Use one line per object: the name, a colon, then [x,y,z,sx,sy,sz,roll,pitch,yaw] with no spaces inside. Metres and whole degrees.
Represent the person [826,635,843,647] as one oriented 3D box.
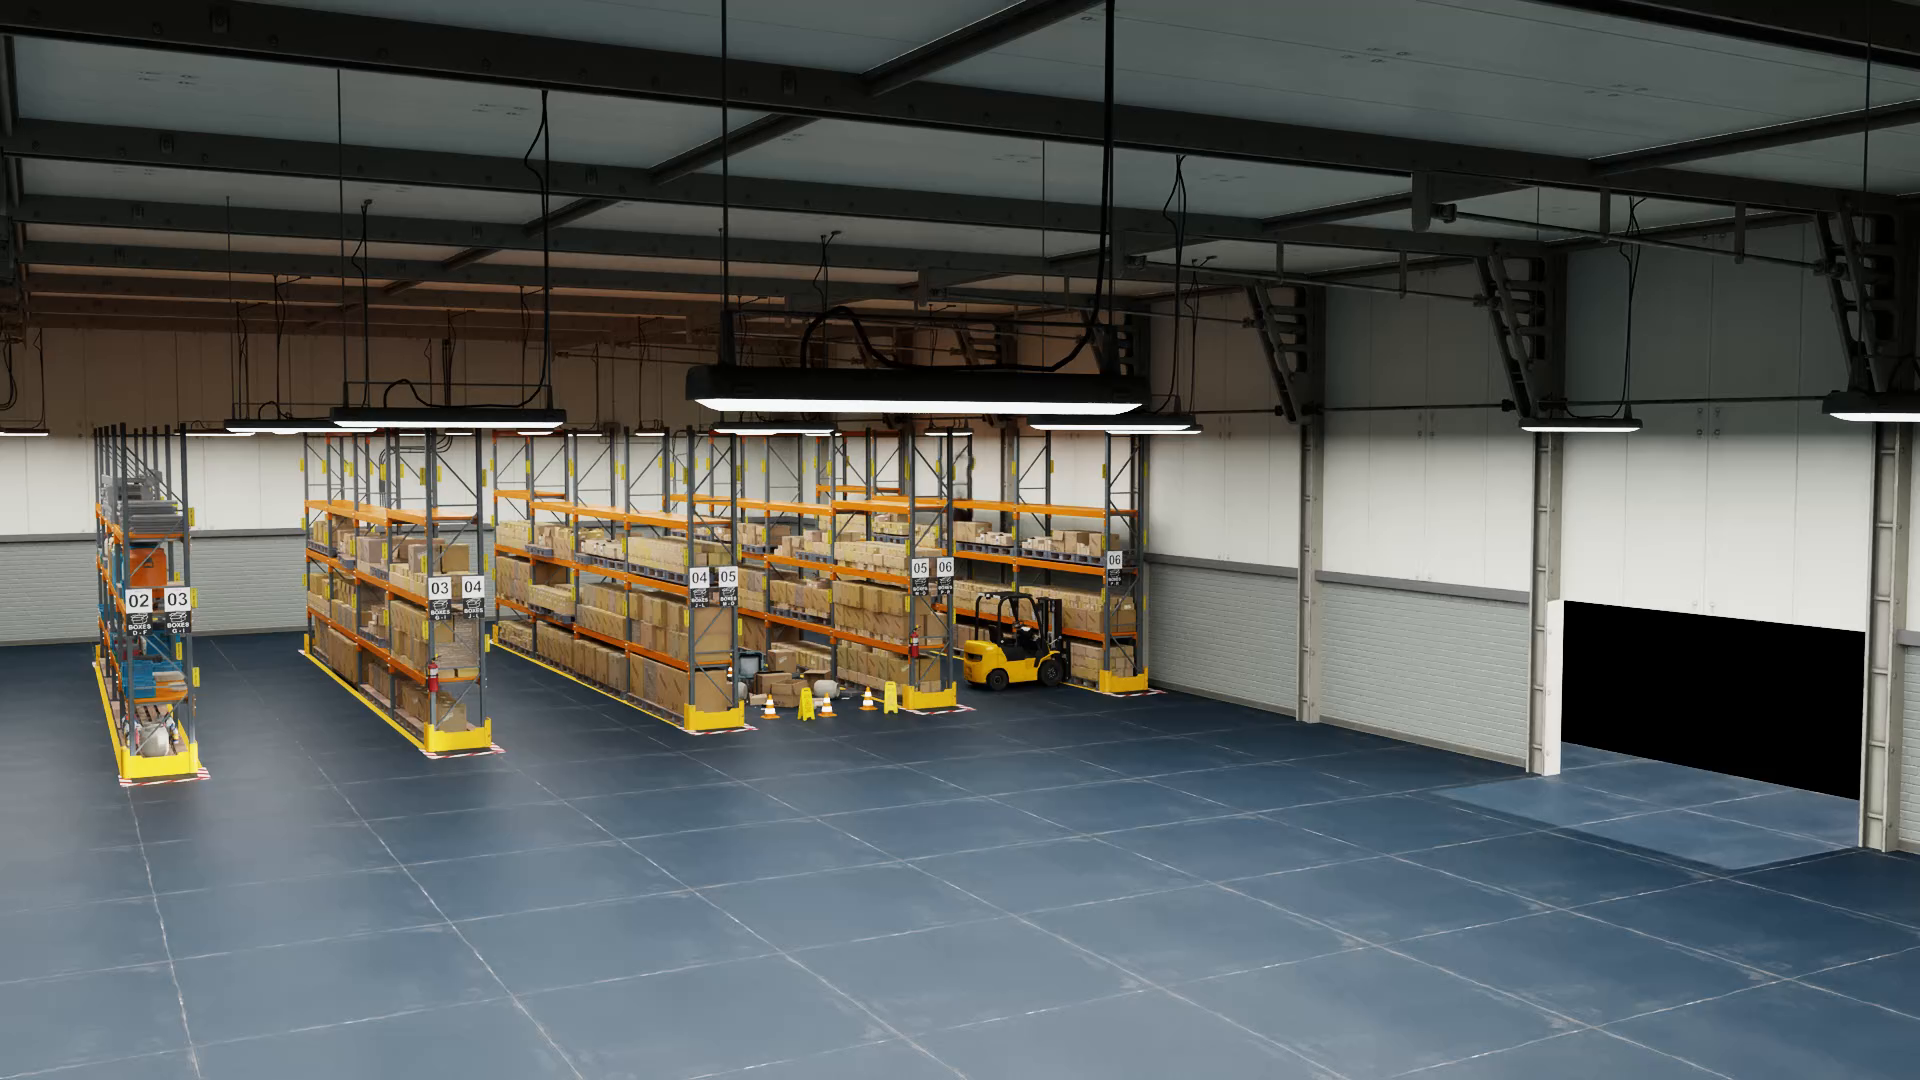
person: [-3.237,2.269,43.489,0.672,1.738,0.813,-3,4,-36]
